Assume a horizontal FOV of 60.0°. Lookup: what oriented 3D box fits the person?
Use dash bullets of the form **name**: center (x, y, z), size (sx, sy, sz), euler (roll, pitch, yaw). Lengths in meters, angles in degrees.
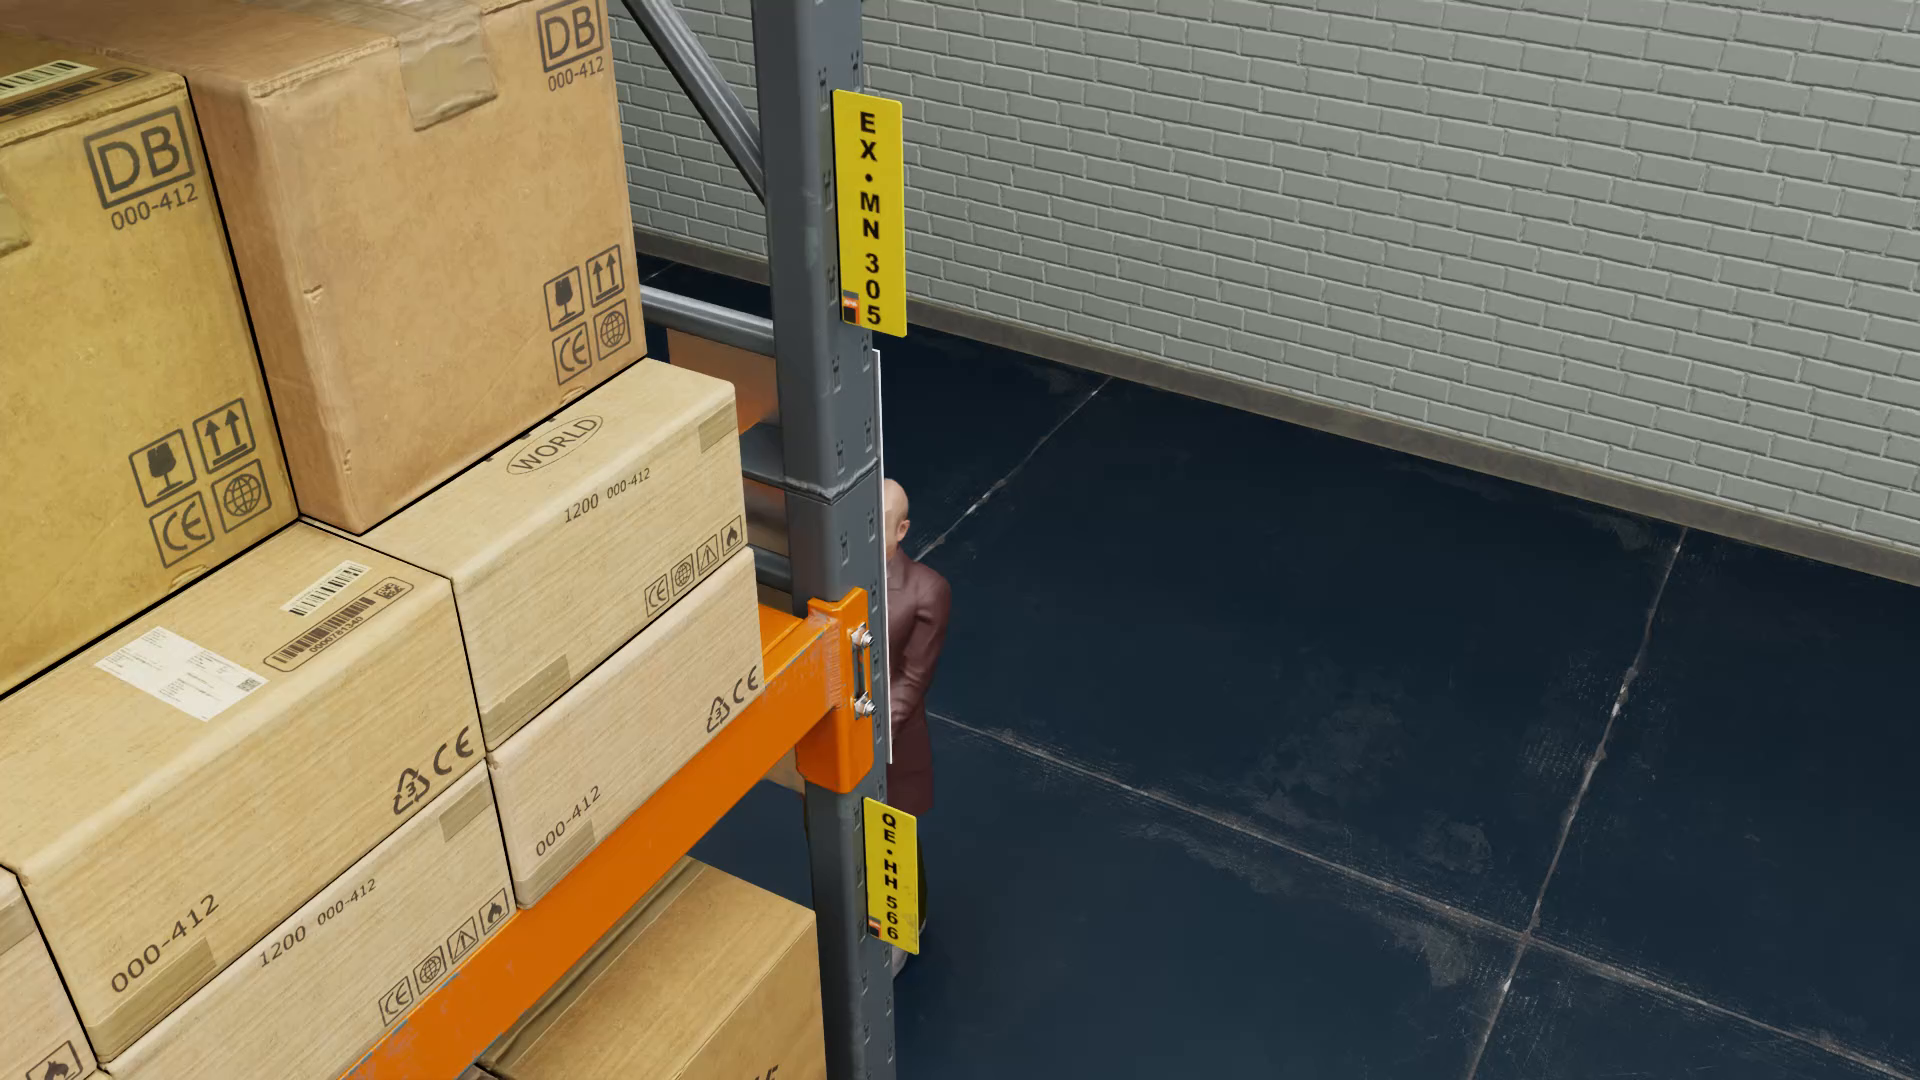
- **person**: center (-0.342, 0.647, 5.189), size (0.526, 1.769, 0.553), euler (18, 38, 24)
